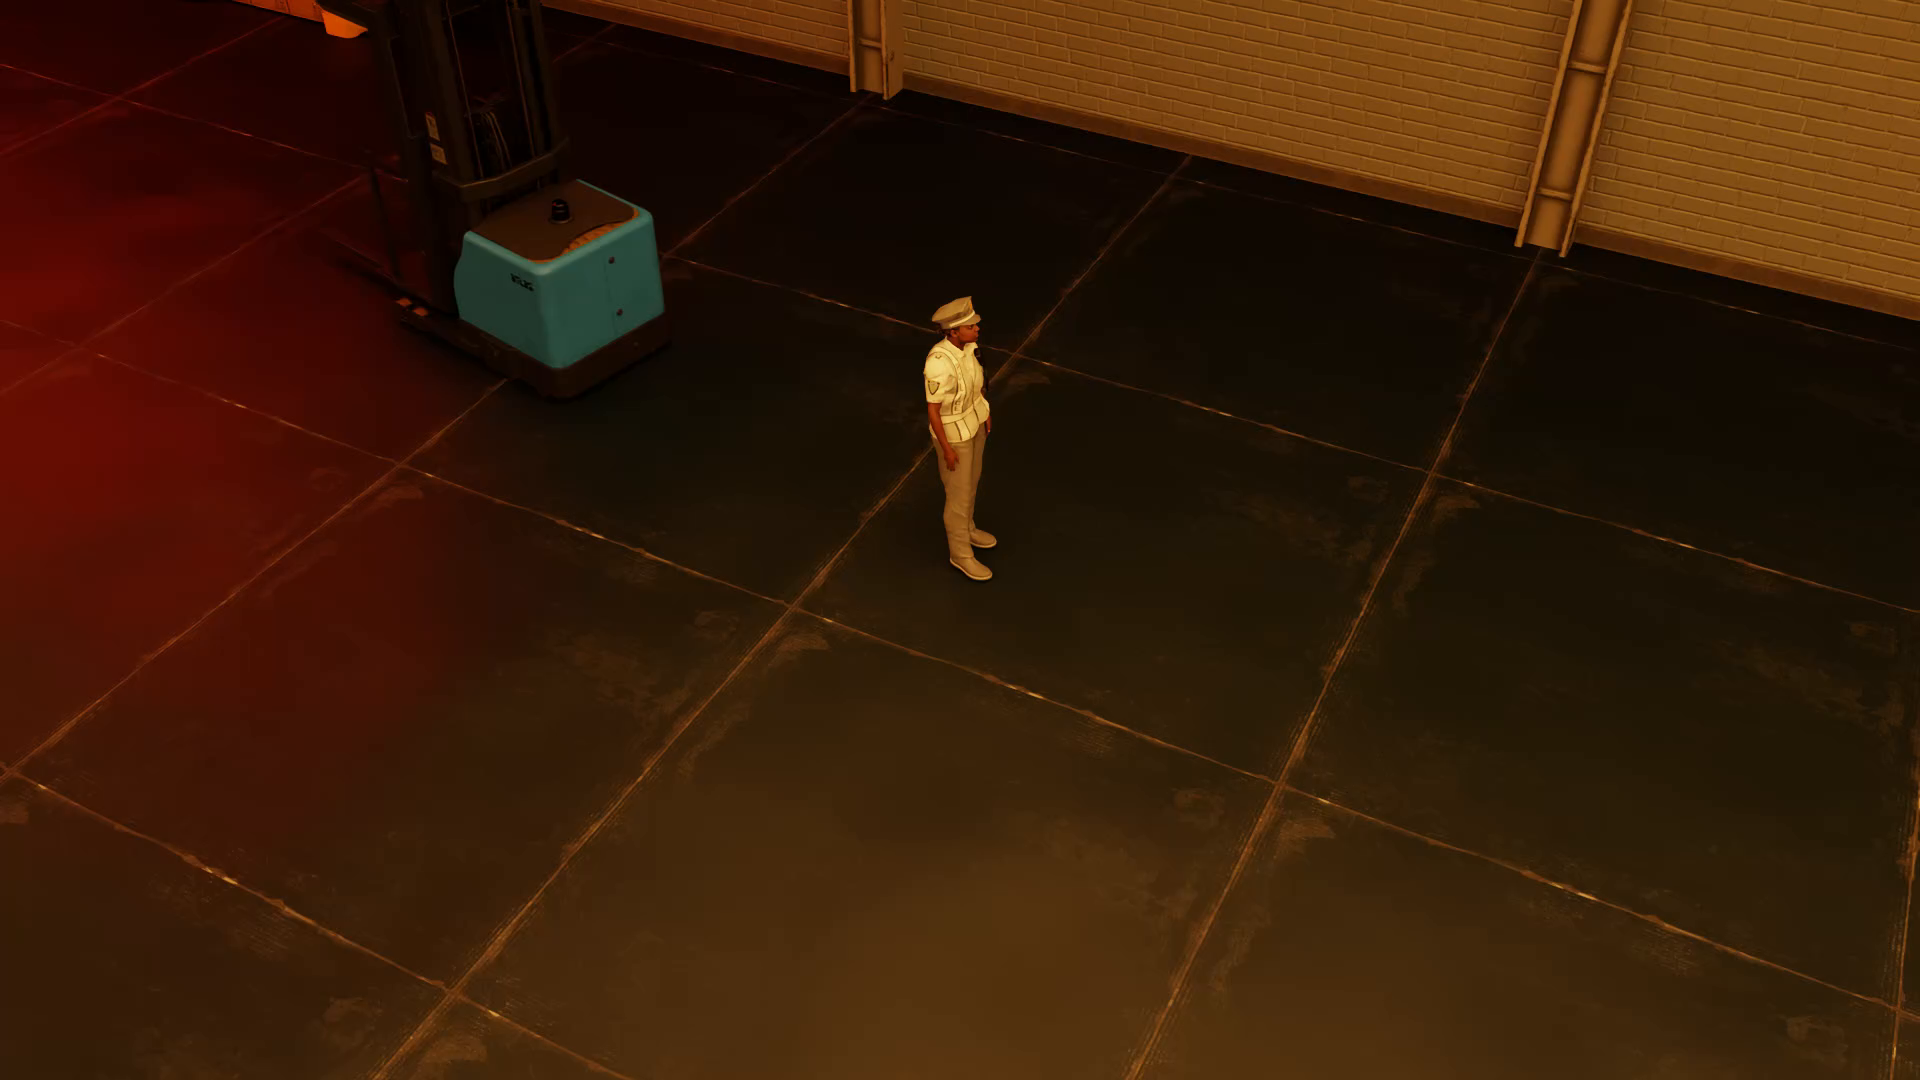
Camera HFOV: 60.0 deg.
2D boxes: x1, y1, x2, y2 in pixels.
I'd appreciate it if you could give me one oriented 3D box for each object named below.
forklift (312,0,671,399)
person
[{"bbox_3d":[-3.520,-2.874,11.399,3.031,2.935,1.130,28,47,29],"label":"forklift"},{"bbox_3d":[0.057,-0.620,9.672,0.530,1.694,0.569,18,43,21],"label":"person"}]
